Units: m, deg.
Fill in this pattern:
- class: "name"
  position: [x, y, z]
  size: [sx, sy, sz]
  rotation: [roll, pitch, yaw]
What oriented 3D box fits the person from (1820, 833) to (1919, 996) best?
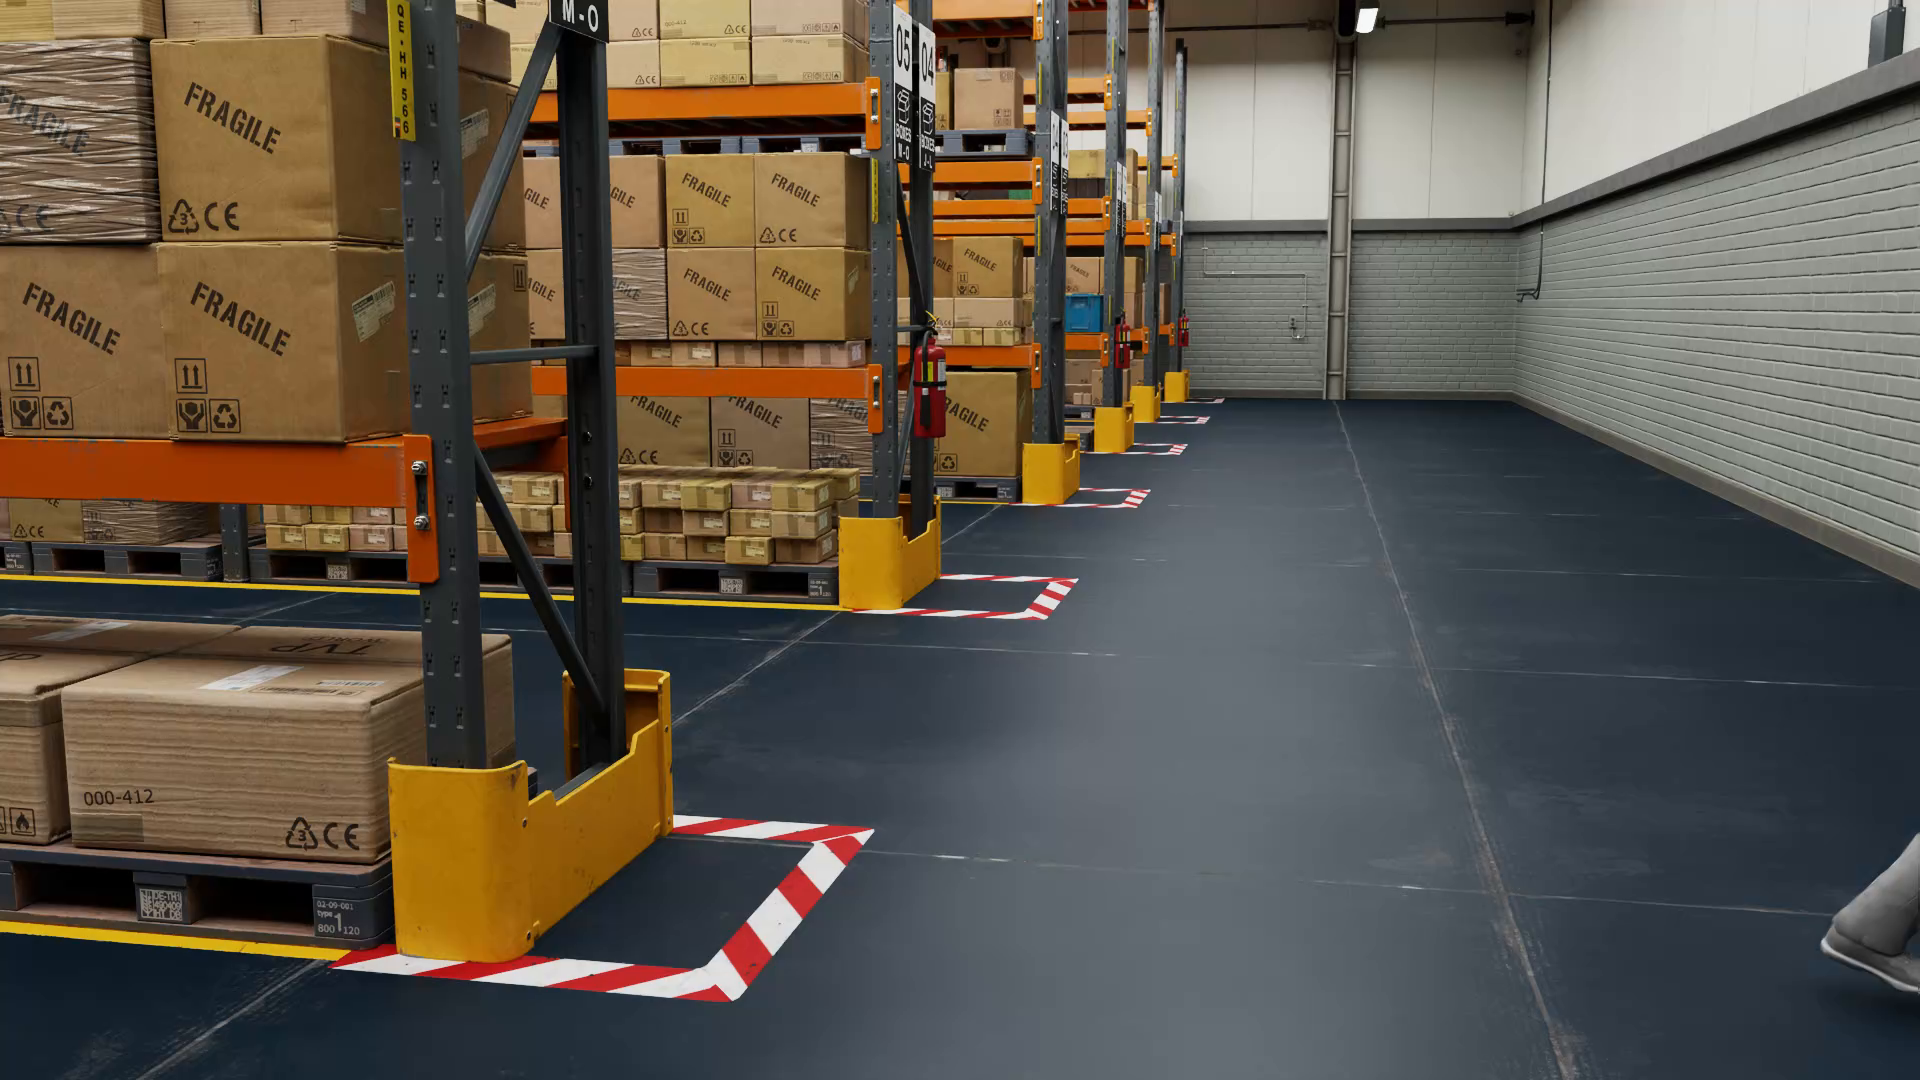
- class: "person"
  position: [2.434, 0.303, 3.576]
  size: [0.962, 1.632, 0.454]
  rotation: [6, 10, 39]
